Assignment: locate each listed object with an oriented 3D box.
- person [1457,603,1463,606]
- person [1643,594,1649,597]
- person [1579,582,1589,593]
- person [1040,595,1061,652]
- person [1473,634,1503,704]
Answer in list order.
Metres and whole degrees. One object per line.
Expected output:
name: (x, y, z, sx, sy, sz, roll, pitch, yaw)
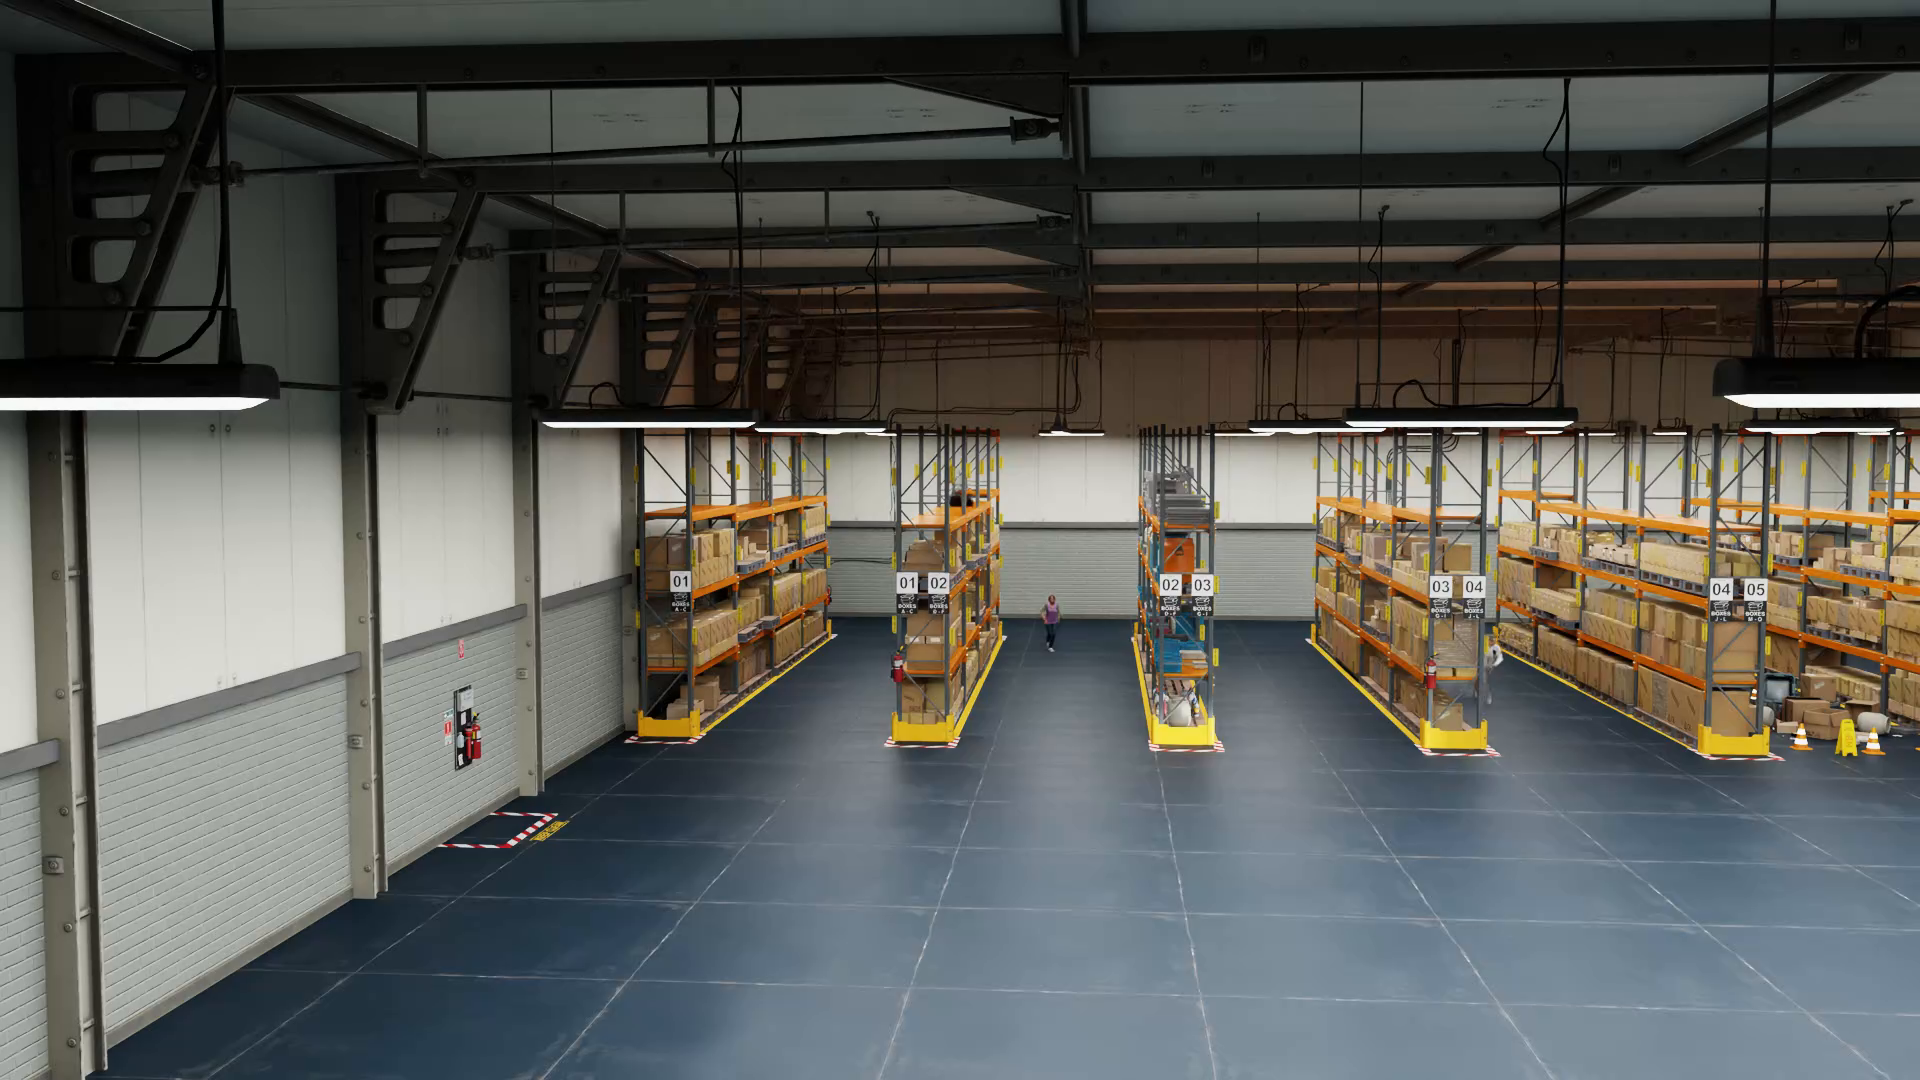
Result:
person: (13.812, 2.101, 45.976, 0.556, 1.683, 0.738, 1, 4, 8)
person: (17.789, 2.246, 43.236, 0.607, 1.665, 0.870, -1, 4, -15)
person: (17.944, 1.996, 47.825, 0.829, 1.613, 0.612, 0, 3, -5)
person: (2.440, 2.237, 44.654, 0.546, 1.543, 0.624, 0, 4, -7)
person: (11.428, 2.754, 36.151, 0.609, 1.509, 1.017, 0, 3, 2)
